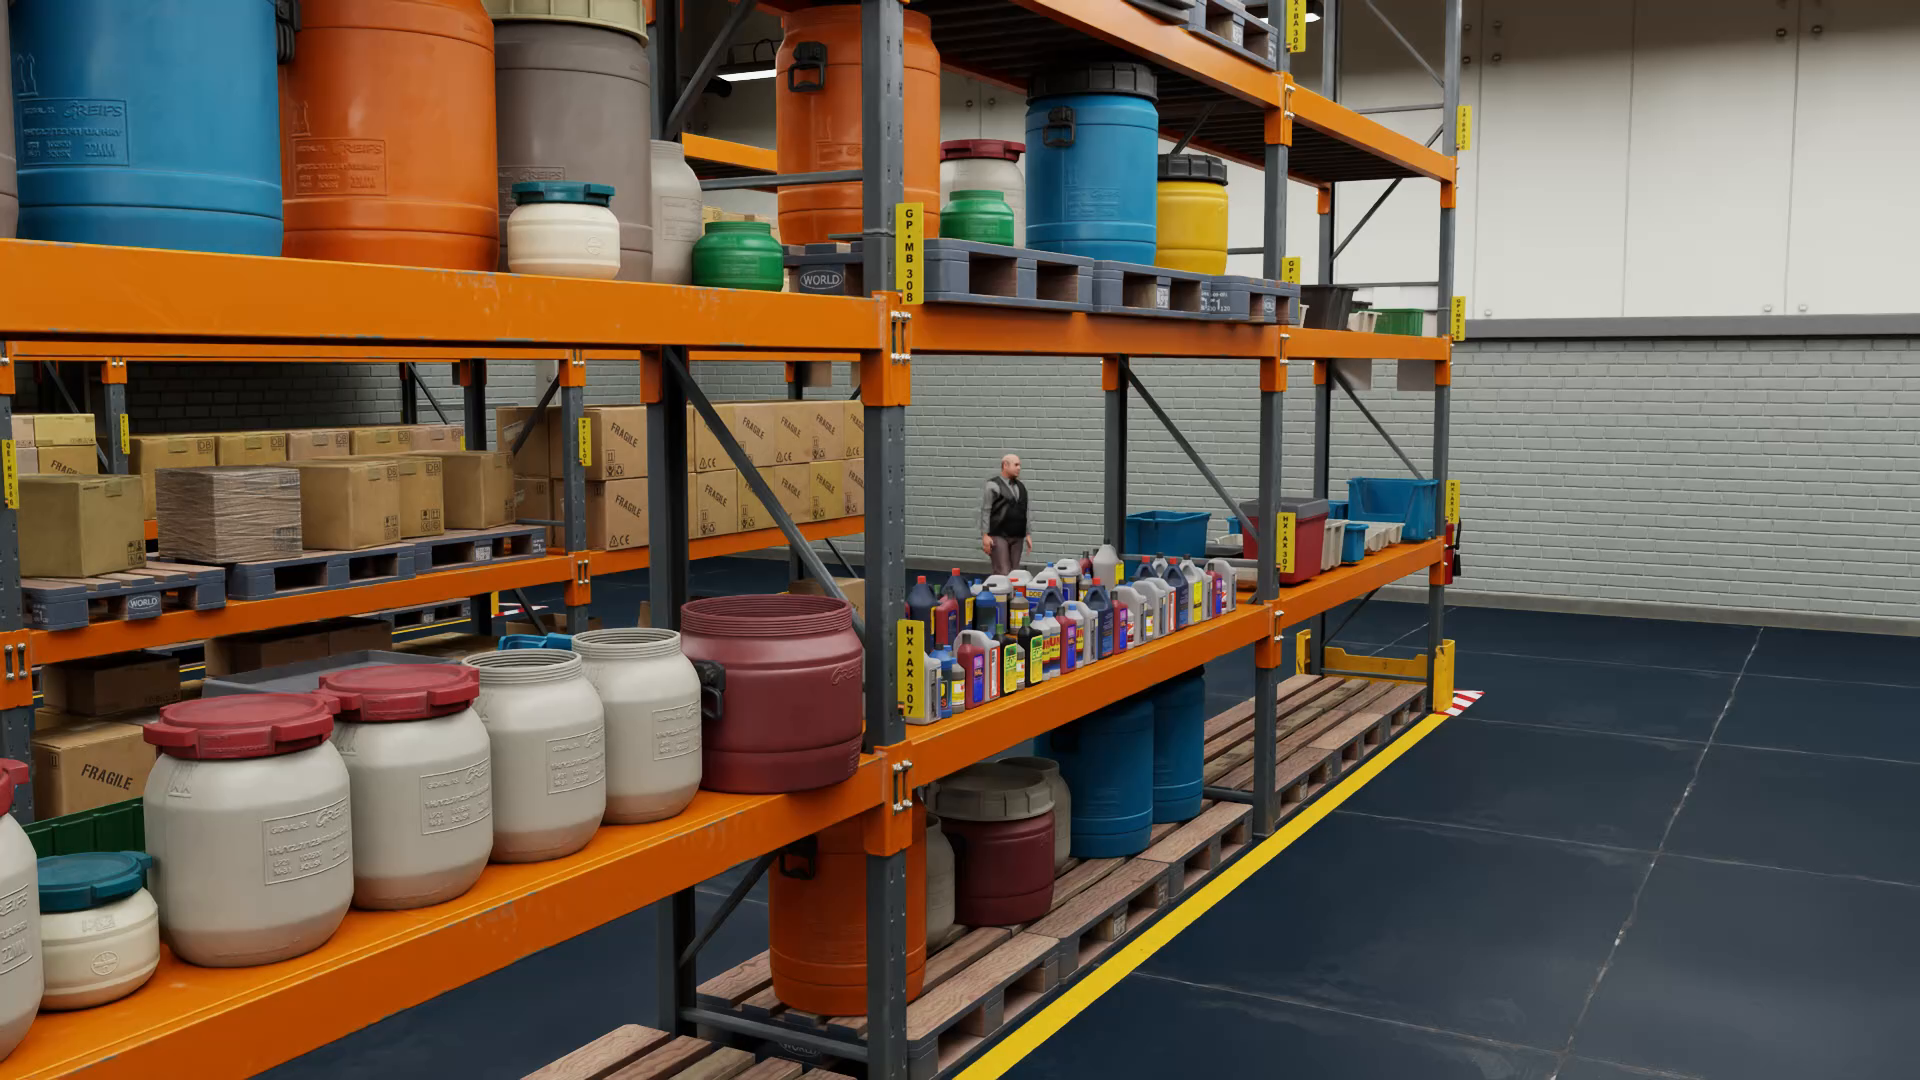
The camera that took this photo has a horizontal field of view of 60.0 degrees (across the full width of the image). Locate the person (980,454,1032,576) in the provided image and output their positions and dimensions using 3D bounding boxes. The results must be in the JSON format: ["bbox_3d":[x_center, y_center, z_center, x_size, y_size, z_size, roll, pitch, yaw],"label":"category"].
[{"bbox_3d":[0.501,0.015,16.623,0.582,1.741,0.526,-4,7,-37],"label":"person"}]
